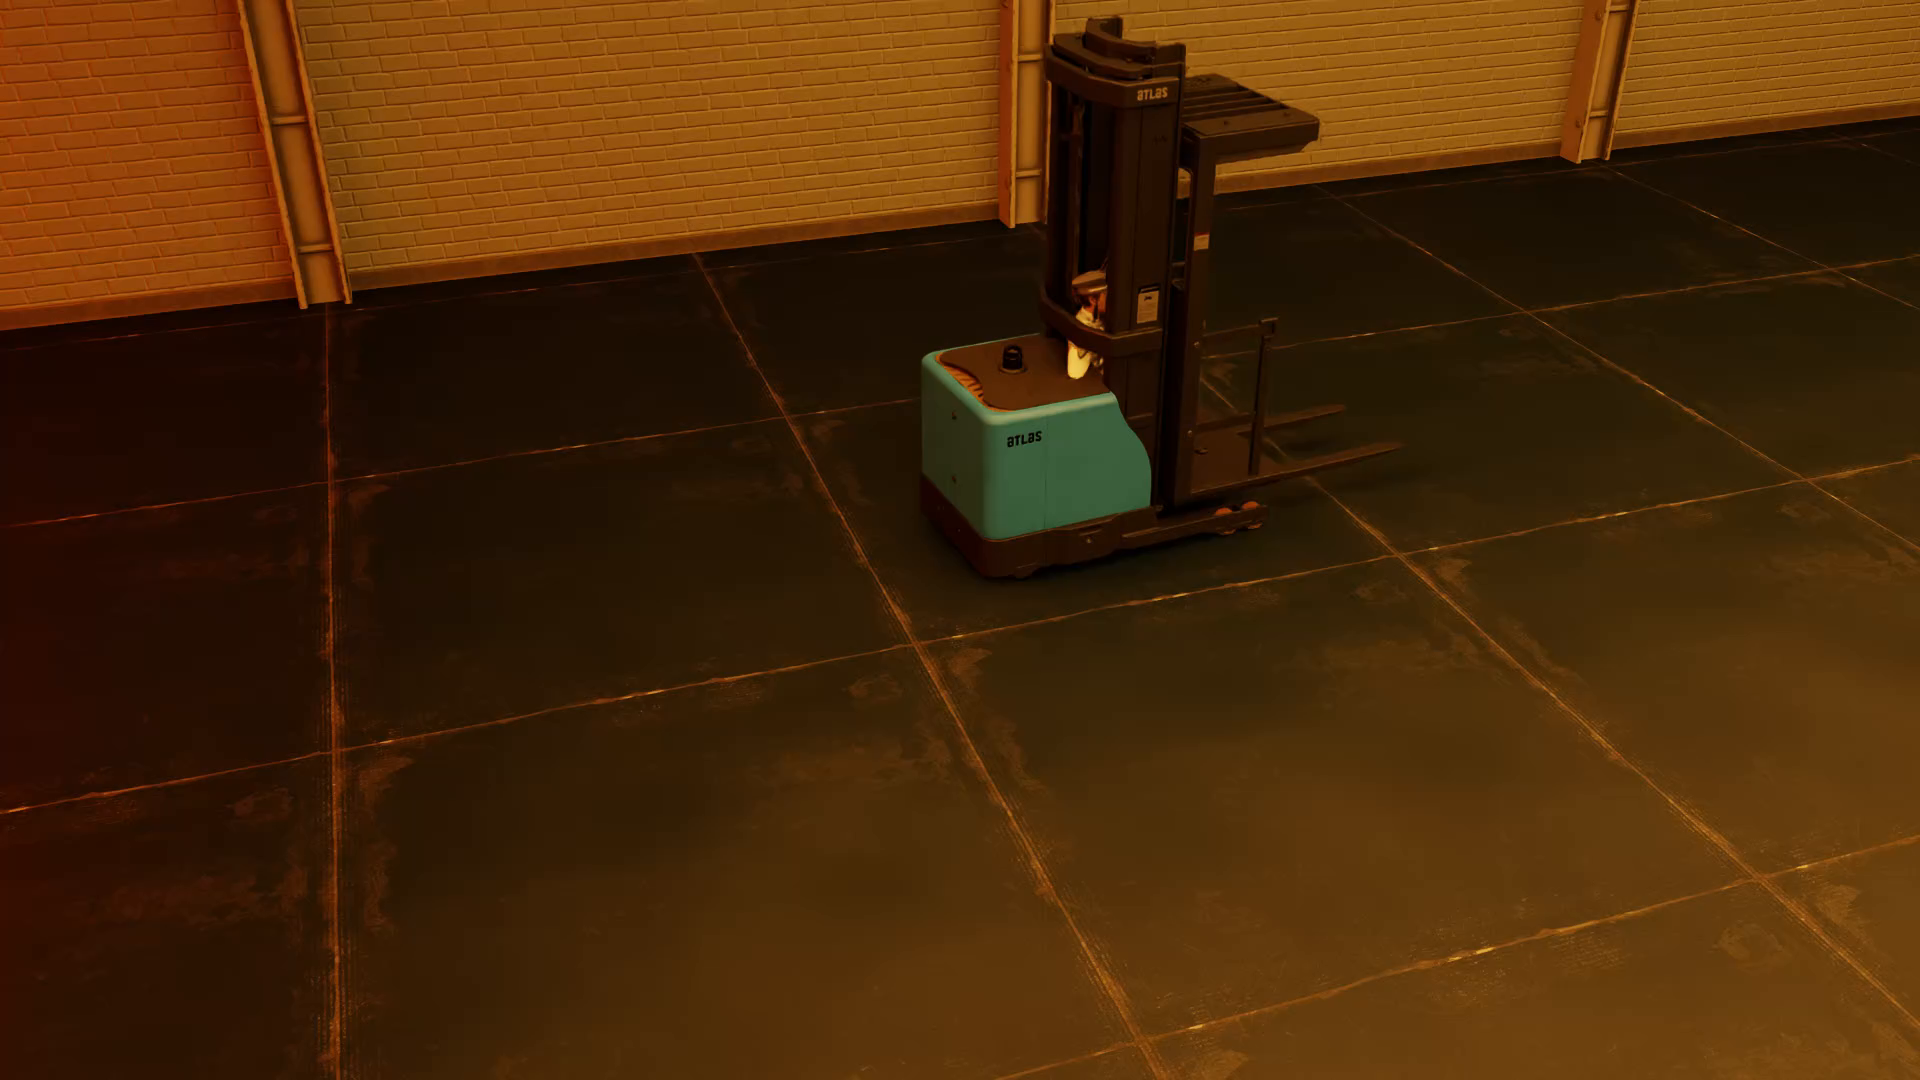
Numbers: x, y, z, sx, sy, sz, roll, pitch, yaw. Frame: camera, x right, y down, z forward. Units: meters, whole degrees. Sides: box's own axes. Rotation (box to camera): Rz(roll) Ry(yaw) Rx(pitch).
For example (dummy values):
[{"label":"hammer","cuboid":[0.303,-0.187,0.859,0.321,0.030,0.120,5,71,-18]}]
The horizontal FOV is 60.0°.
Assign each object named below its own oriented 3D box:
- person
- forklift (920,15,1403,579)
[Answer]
[{"label":"person","cuboid":[0.911,-0.825,9.855,0.580,1.619,0.835,11,32,18]},{"label":"forklift","cuboid":[1.318,-1.525,9.737,3.031,2.935,1.130,-13,32,-21]}]
